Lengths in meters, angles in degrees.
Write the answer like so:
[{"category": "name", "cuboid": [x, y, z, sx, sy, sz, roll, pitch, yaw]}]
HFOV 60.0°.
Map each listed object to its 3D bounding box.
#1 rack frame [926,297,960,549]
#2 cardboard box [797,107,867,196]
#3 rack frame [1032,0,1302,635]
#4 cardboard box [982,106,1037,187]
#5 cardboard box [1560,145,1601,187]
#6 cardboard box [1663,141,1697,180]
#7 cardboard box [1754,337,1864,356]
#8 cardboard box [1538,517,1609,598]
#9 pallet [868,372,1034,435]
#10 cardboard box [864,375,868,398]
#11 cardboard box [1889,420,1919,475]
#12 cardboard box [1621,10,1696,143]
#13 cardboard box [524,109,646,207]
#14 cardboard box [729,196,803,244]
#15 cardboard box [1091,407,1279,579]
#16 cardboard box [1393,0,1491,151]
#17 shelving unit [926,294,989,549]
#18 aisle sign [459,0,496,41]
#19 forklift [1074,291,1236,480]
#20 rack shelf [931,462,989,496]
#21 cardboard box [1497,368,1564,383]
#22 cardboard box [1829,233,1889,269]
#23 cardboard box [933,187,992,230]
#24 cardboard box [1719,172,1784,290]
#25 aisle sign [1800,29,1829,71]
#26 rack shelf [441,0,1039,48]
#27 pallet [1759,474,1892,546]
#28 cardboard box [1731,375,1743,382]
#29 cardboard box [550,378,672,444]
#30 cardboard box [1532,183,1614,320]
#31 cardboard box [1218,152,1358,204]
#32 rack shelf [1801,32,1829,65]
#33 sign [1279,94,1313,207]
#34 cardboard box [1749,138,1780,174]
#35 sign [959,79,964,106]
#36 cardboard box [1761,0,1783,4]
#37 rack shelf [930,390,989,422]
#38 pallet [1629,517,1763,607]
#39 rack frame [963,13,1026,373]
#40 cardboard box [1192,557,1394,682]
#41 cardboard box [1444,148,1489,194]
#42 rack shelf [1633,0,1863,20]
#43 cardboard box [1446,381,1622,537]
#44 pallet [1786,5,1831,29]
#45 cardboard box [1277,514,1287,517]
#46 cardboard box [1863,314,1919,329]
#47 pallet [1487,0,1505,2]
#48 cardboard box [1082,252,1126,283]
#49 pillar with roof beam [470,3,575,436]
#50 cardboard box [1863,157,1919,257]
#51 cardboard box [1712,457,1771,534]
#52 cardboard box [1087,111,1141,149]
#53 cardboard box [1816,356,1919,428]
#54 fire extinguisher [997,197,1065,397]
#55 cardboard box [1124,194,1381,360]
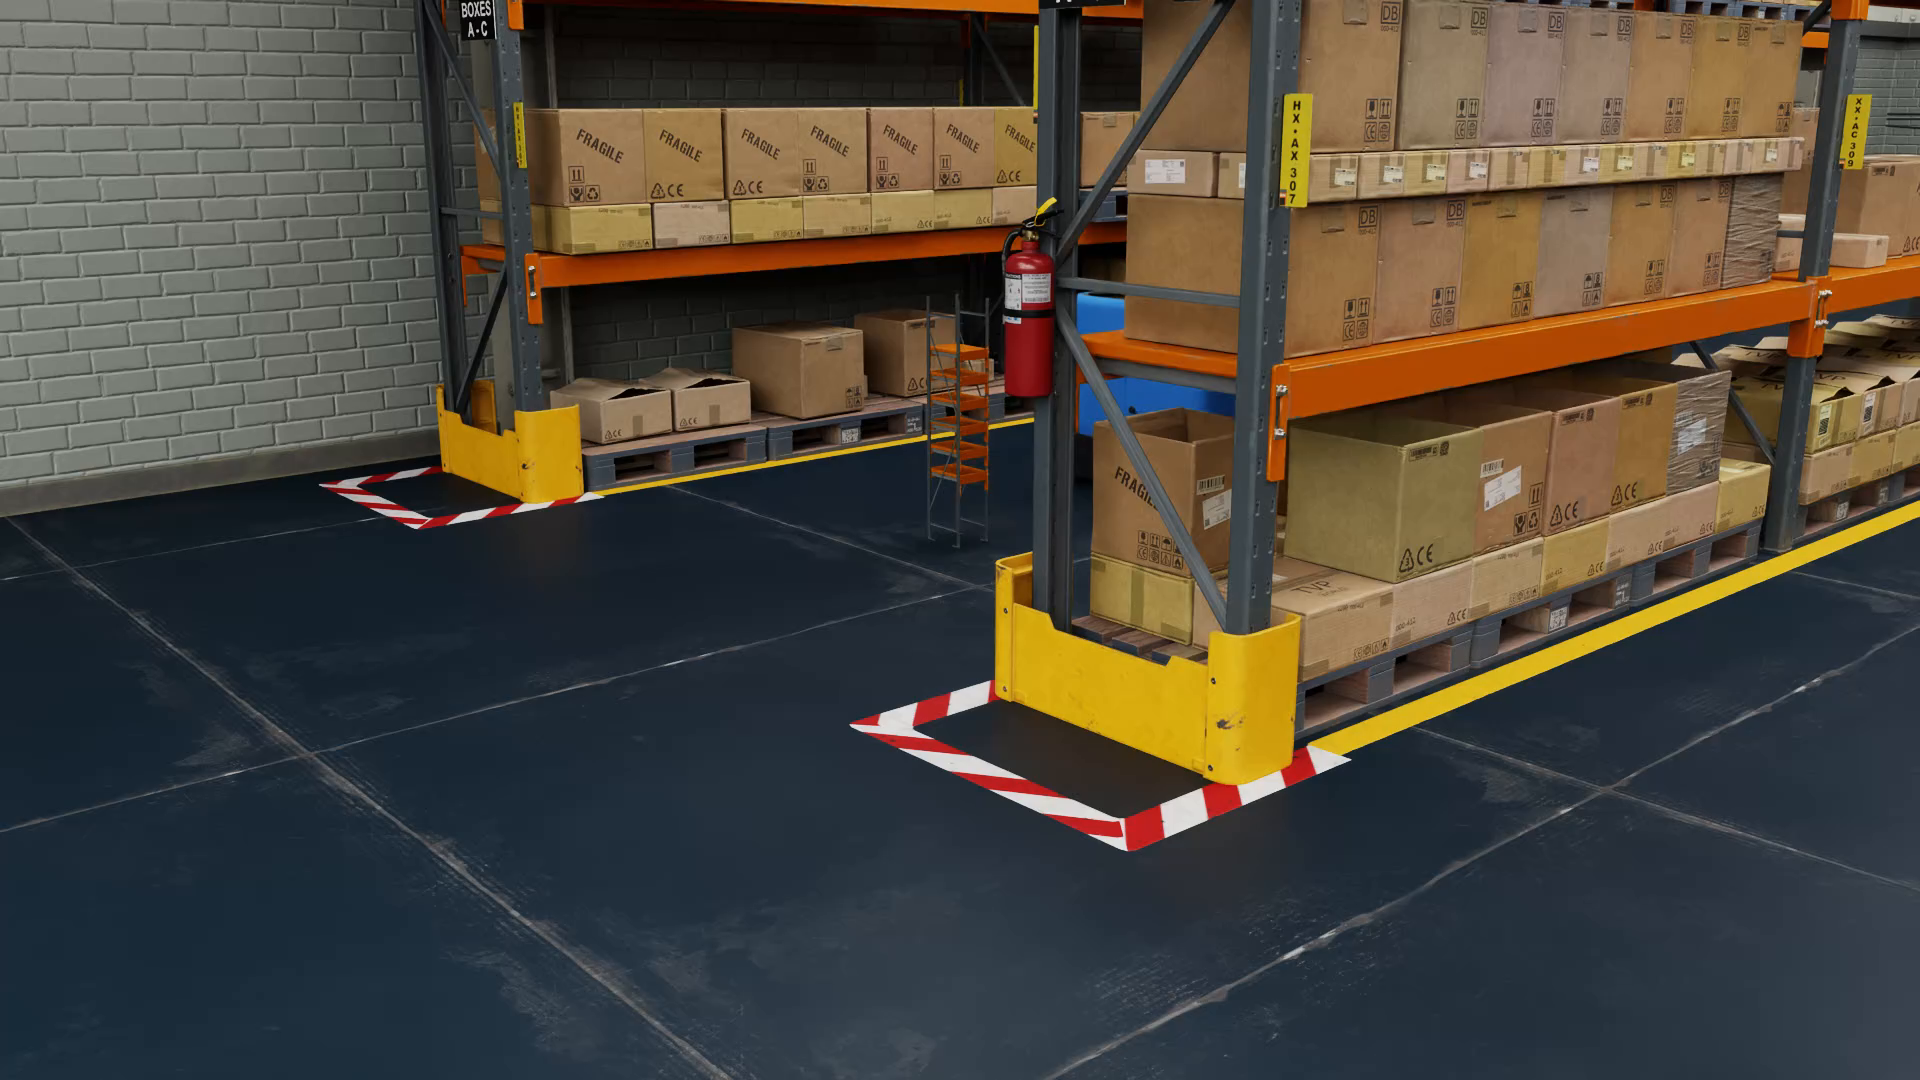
[{"category": "rack frame", "cuboid": [-0.080, -0.562, 8.028, 0.006, 1.200, 0.240, -13, 19, -39]}, {"category": "cardboard box", "cuboid": [-0.909, -2.348, 10.028, 0.500, 0.500, 0.500, -12, 19, -38]}, {"category": "rack frame", "cuboid": [0.634, -0.805, 5.451, 0.127, 3.000, 1.000, -13, 19, -39]}, {"category": "cardboard box", "cuboid": [0.243, -2.605, 10.990, 0.500, 0.500, 0.500, -13, 20, -39]}, {"category": "cardboard box", "cuboid": [2.231, -1.451, 6.420, 0.250, 0.149, 0.380, -12, 19, -39]}, {"category": "cardboard box", "cuboid": [2.818, -1.584, 6.918, 0.250, 0.149, 0.380, -13, 20, -40]}, {"category": "cardboard box", "cuboid": [4.916, -1.010, 9.647, 0.500, 0.311, 0.500, -13, 20, -40]}, {"category": "cardboard box", "cuboid": [2.317, 0.019, 6.880, 0.500, 0.250, 0.500, -13, 19, -39]}, {"category": "pallet", "cuboid": [-0.087, -0.978, 11.504, 1.213, 0.211, 1.003, -13, 19, -39]}, {"category": "cardboard box", "cuboid": [-0.823, -1.014, 10.907, 0.380, 0.149, 0.250, 14, 20, 42]}, {"category": "cardboard box", "cuboid": [4.894, -0.552, 9.017, 0.500, 0.250, 0.500, -13, 20, -41]}, {"category": "cardboard box", "cuboid": [2.562, -1.911, 6.883, 0.500, 0.500, 0.700, -13, 20, -39]}, {"category": "cardboard box", "cuboid": [-2.063, -2.091, 9.063, 0.500, 0.500, 0.500, -13, 19, -39]}, {"category": "cardboard box", "cuboid": [-1.274, -1.903, 9.812, 0.500, 0.250, 0.500, -13, 20, -40]}, {"category": "cardboard box", "cuboid": [0.843, -0.190, 6.212, 0.500, 0.500, 0.500, -13, 19, -39]}, {"category": "cardboard box", "cuboid": [1.427, -1.656, 5.928, 0.500, 0.500, 0.700, -13, 20, -41]}, {"category": "shelving unit", "cuboid": [-0.011, -0.577, 8.086, 0.189, 1.200, 0.258, -13, 19, -39]}, {"category": "aisle sign", "cuboid": [-2.478, -2.954, 8.459, 0.004, 0.787, 0.394, -13, 19, -39]}, {"category": "forklift", "cuboid": [2.003, -1.900, 9.685, 3.031, 2.935, 1.130, -13, 20, -40]}, {"category": "rack shelf", "cuboid": [-0.011, -0.302, 8.159, 0.180, 0.103, 0.258, -13, 19, -39]}, {"category": "cardboard box", "cuboid": [2.342, -0.532, 7.491, 0.500, 0.500, 0.500, -13, 19, -39]}, {"category": "cardboard box", "cuboid": [4.454, -1.471, 8.433, 0.250, 0.149, 0.380, -13, 19, -39]}, {"category": "cardboard box", "cuboid": [-0.143, -2.161, 10.781, 0.500, 0.250, 0.500, -13, 19, -39]}, {"category": "cardboard box", "cuboid": [3.321, -1.454, 7.689, 0.500, 0.500, 0.700, -13, 20, -41]}, {"category": "aisle sign", "cuboid": [9.700, -5.689, 18.698, 0.004, 0.787, 0.394, -13, 19, -39]}, {"category": "rack shelf", "cuboid": [-1.112, -3.209, 10.033, 4.000, 0.370, 1.077, -13, 19, -39]}, {"category": "pallet", "cuboid": [4.181, -0.268, 8.843, 1.213, 0.211, 1.003, -13, 19, -39]}, {"category": "cardboard box", "cuboid": [3.769, -0.752, 8.682, 0.500, 0.311, 0.500, -13, 19, -39]}, {"category": "cardboard box", "cuboid": [-2.040, -0.782, 9.722, 0.500, 0.311, 0.500, 13, 20, 41]}, {"category": "cardboard box", "cuboid": [2.160, -1.193, 6.709, 0.500, 0.500, 0.700, -12, 19, -38]}, {"category": "cardboard box", "cuboid": [1.071, -1.191, 5.446, 0.250, 0.149, 0.380, -13, 20, -40]}, {"category": "rack shelf", "cuboid": [7.940, -5.242, 17.643, 4.000, 0.370, 1.077, -13, 19, -39]}, {"category": "sign", "cuboid": [0.993, -1.152, 4.921, 0.005, 0.325, 0.100, -13, 19, -39]}, {"category": "cardboard box", "cuboid": [3.399, -1.715, 7.407, 0.250, 0.149, 0.380, -13, 20, -41]}, {"category": "sign", "cuboid": [0.030, -3.113, 11.849, 0.005, 0.325, 0.100, -13, 19, -39]}, {"category": "cardboard box", "cuboid": [8.290, -5.754, 17.449, 0.500, 0.250, 0.500, -13, 20, -41]}, {"category": "rack shelf", "cuboid": [-0.011, -0.650, 8.066, 0.180, 0.103, 0.258, -13, 19, -39]}, {"category": "pallet", "cuboid": [3.024, -0.009, 7.874, 1.213, 0.211, 1.003, -13, 19, -39]}, {"category": "rack frame", "cuboid": [0.397, -2.446, 11.596, 0.127, 3.000, 1.000, -13, 19, -39]}, {"category": "cardboard box", "cuboid": [1.184, 0.273, 5.929, 0.500, 0.250, 0.500, -13, 19, -39]}, {"category": "cardboard box", "cuboid": [1.649, -1.321, 5.931, 0.250, 0.149, 0.380, -13, 20, -40]}, {"category": "rack shelf", "cuboid": [2.142, -2.245, 6.425, 4.000, 0.370, 1.077, -13, 19, -39]}, {"category": "cardboard box", "cuboid": [2.318, -0.343, 6.782, 0.500, 0.500, 0.500, -13, 19, -39]}, {"category": "pallet", "cuboid": [8.896, -5.758, 18.352, 1.213, 0.211, 1.003, -13, 19, -39]}, {"category": "cardboard box", "cuboid": [1.590, 0.000, 6.951, 0.500, 0.250, 0.500, -13, 19, -39]}, {"category": "cardboard box", "cuboid": [6.081, -1.274, 10.635, 0.500, 0.311, 0.500, -12, 19, -38]}, {"category": "pallet", "cuboid": [3.865, -4.601, 14.217, 1.003, 0.211, 1.213, -12, 19, -37]}, {"category": "cardboard box", "cuboid": [1.271, -2.017, 12.525, 0.500, 0.250, 0.500, -13, 20, -41]}, {"category": "pillar with roof beam", "cuboid": [0.165, -4.116, 6.221, 0.400, 9.000, 9.100, -13, 19, -39]}, {"category": "cardboard box", "cuboid": [5.017, -1.832, 9.102, 0.500, 0.500, 0.500, -13, 19, -39]}, {"category": "cardboard box", "cuboid": [3.445, -0.236, 7.835, 0.500, 0.250, 0.500, -13, 19, -39]}, {"category": "cardboard box", "cuboid": [1.229, -2.880, 12.173, 0.500, 0.500, 0.700, -10, 18, -34]}, {"category": "cardboard box", "cuboid": [4.897, -0.821, 8.939, 0.500, 0.311, 0.500, -14, 20, -41]}, {"category": "fire extinguisher", "cuboid": [0.240, -0.838, 5.724, 0.183, 0.674, 0.296, -13, 19, -39]}, {"category": "cardboard box", "cuboid": [0.994, -0.930, 5.725, 0.500, 0.500, 0.700, -13, 19, -39]}]
